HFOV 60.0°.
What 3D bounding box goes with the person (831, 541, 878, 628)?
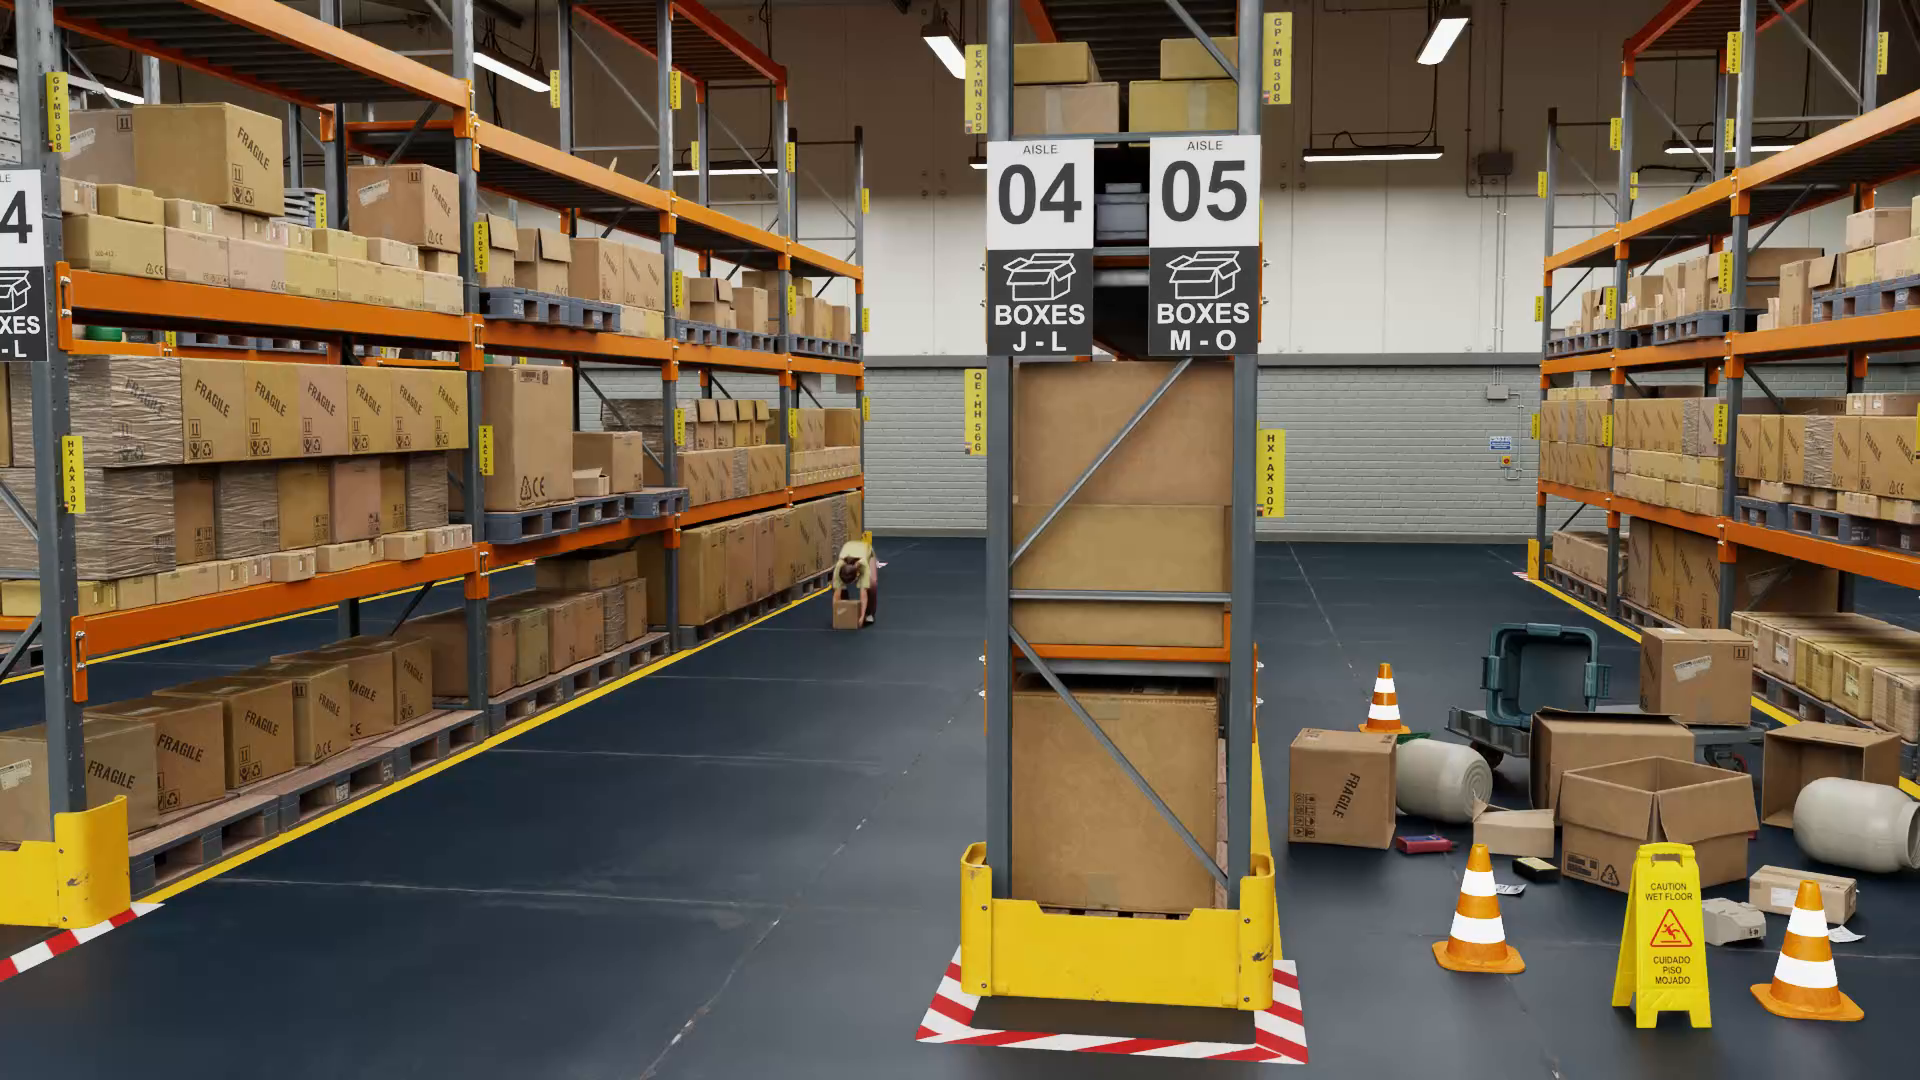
[{"bbox_3d":[-1.081,0.471,17.067,0.477,0.790,0.853,0,5,6],"label":"person"}]
